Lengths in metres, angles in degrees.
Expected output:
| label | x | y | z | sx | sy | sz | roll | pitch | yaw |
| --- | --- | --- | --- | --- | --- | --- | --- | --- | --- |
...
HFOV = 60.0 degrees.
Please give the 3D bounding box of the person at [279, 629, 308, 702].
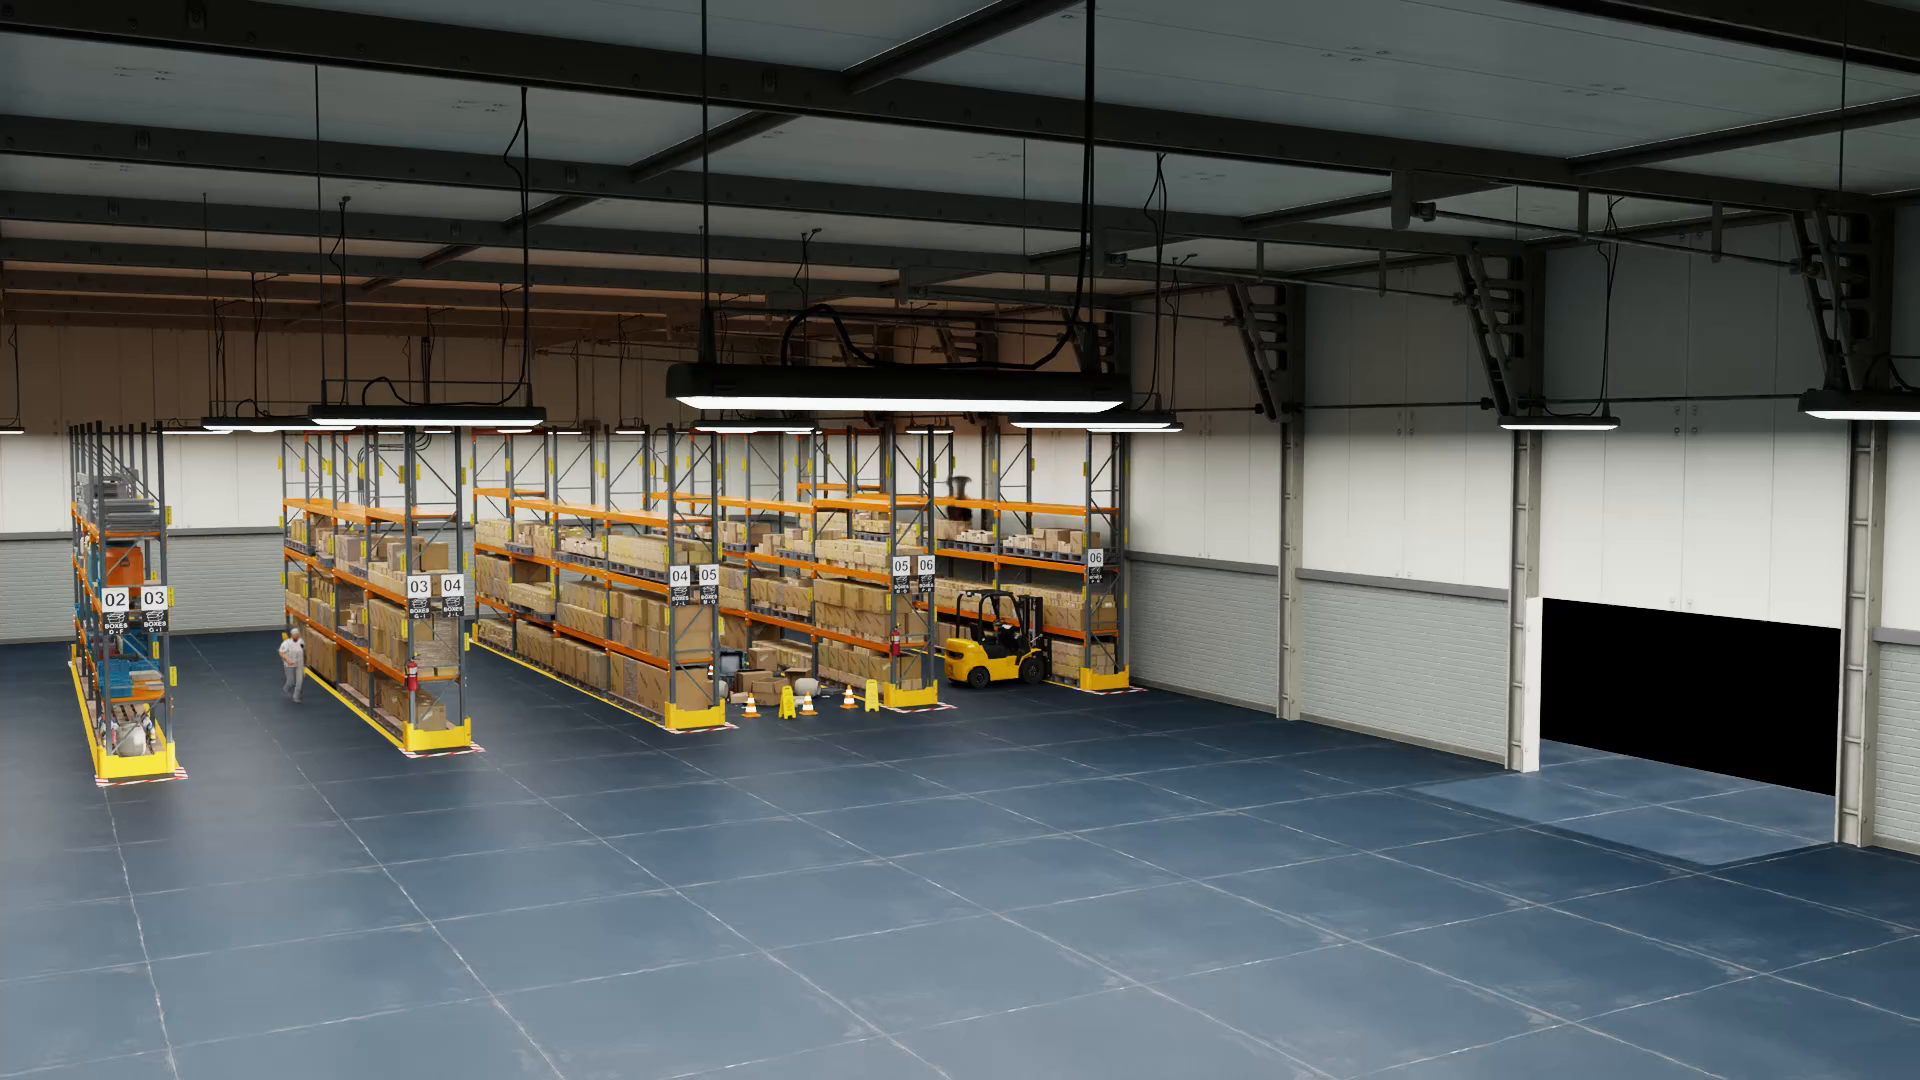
| label | x | y | z | sx | sy | sz | roll | pitch | yaw |
| --- | --- | --- | --- | --- | --- | --- | --- | --- | --- |
| person | -14.444 | 2.707 | 36.027 | 0.606 | 1.613 | 0.656 | -3 | 5 | -39 |
